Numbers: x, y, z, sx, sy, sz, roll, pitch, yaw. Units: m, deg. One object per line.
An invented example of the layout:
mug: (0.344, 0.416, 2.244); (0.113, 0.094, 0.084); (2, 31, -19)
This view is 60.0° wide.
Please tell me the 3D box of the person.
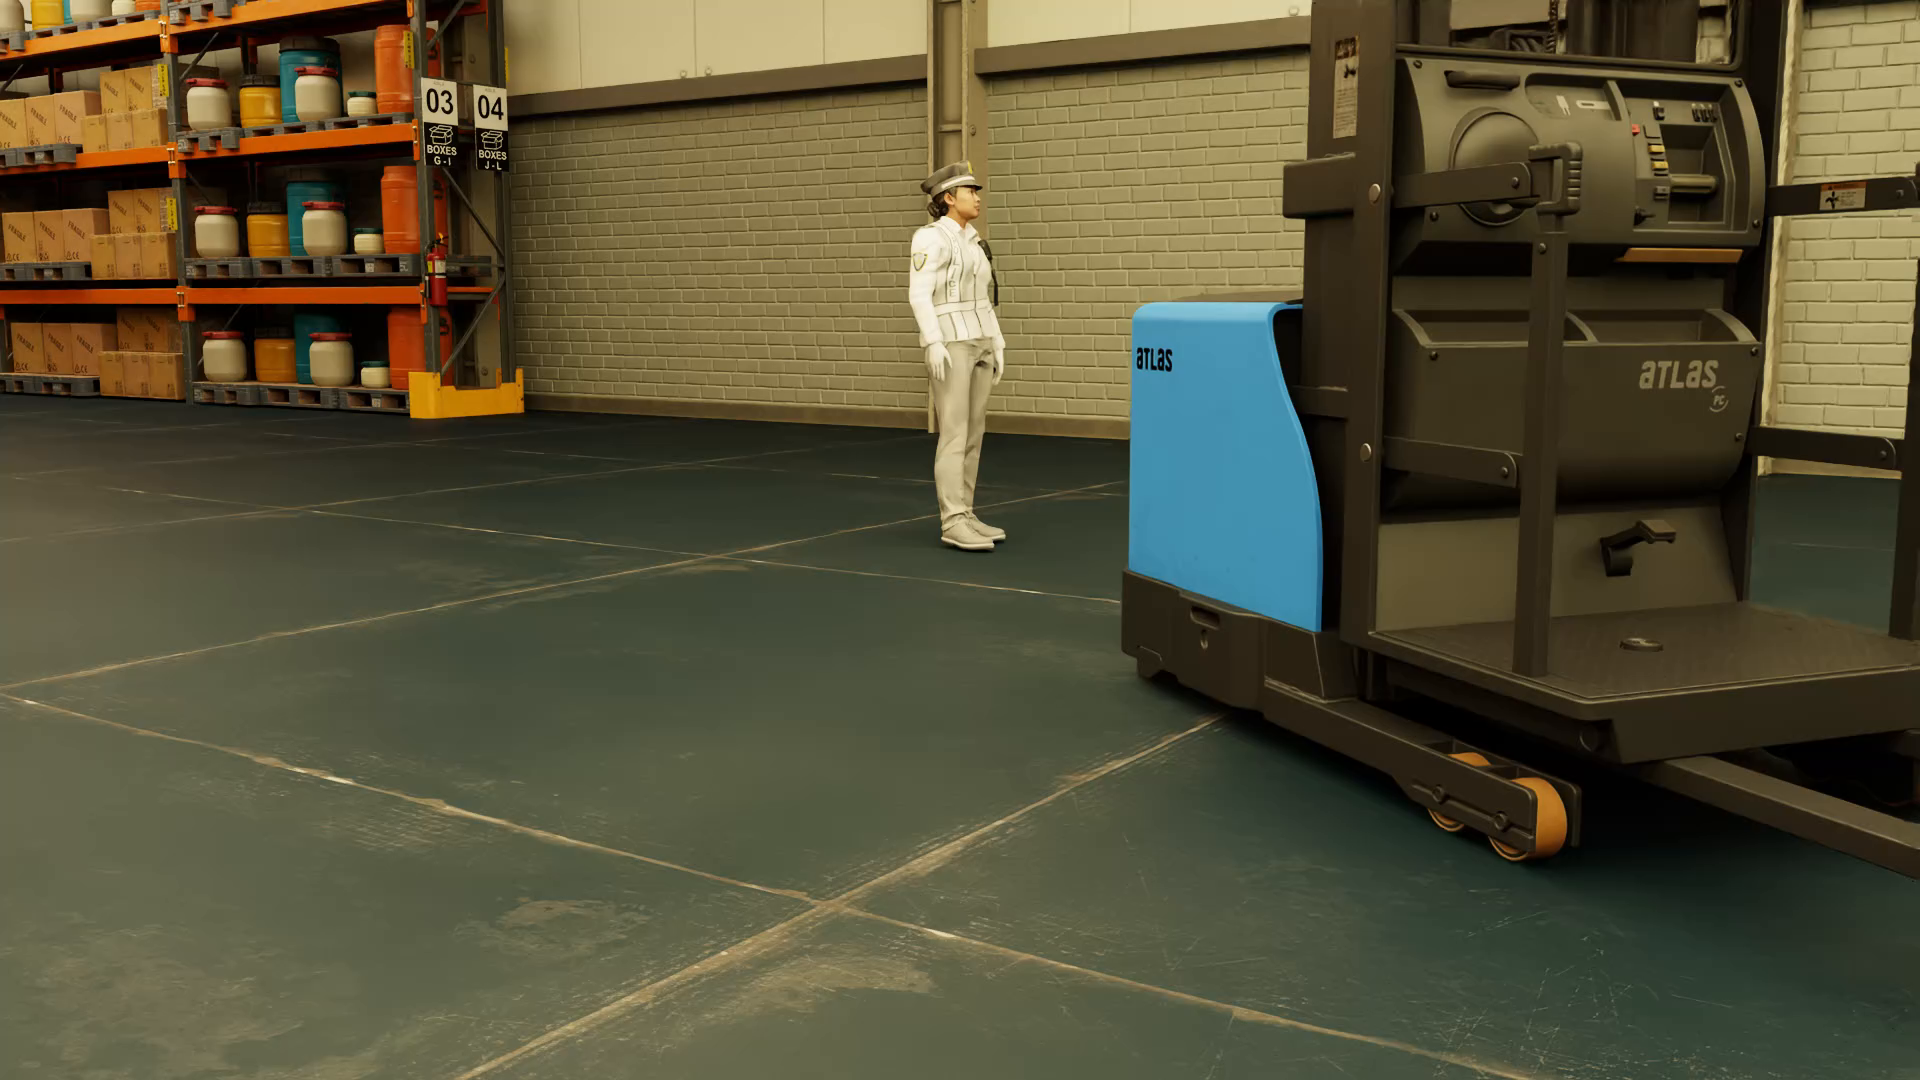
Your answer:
person: (0.052, -0.840, 7.441); (0.533, 1.696, 0.588); (5, 10, 34)

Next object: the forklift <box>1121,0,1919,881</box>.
forklift: (1.466, -0.893, 3.473); (1.130, 2.935, 3.031); (-3, 9, -21)
